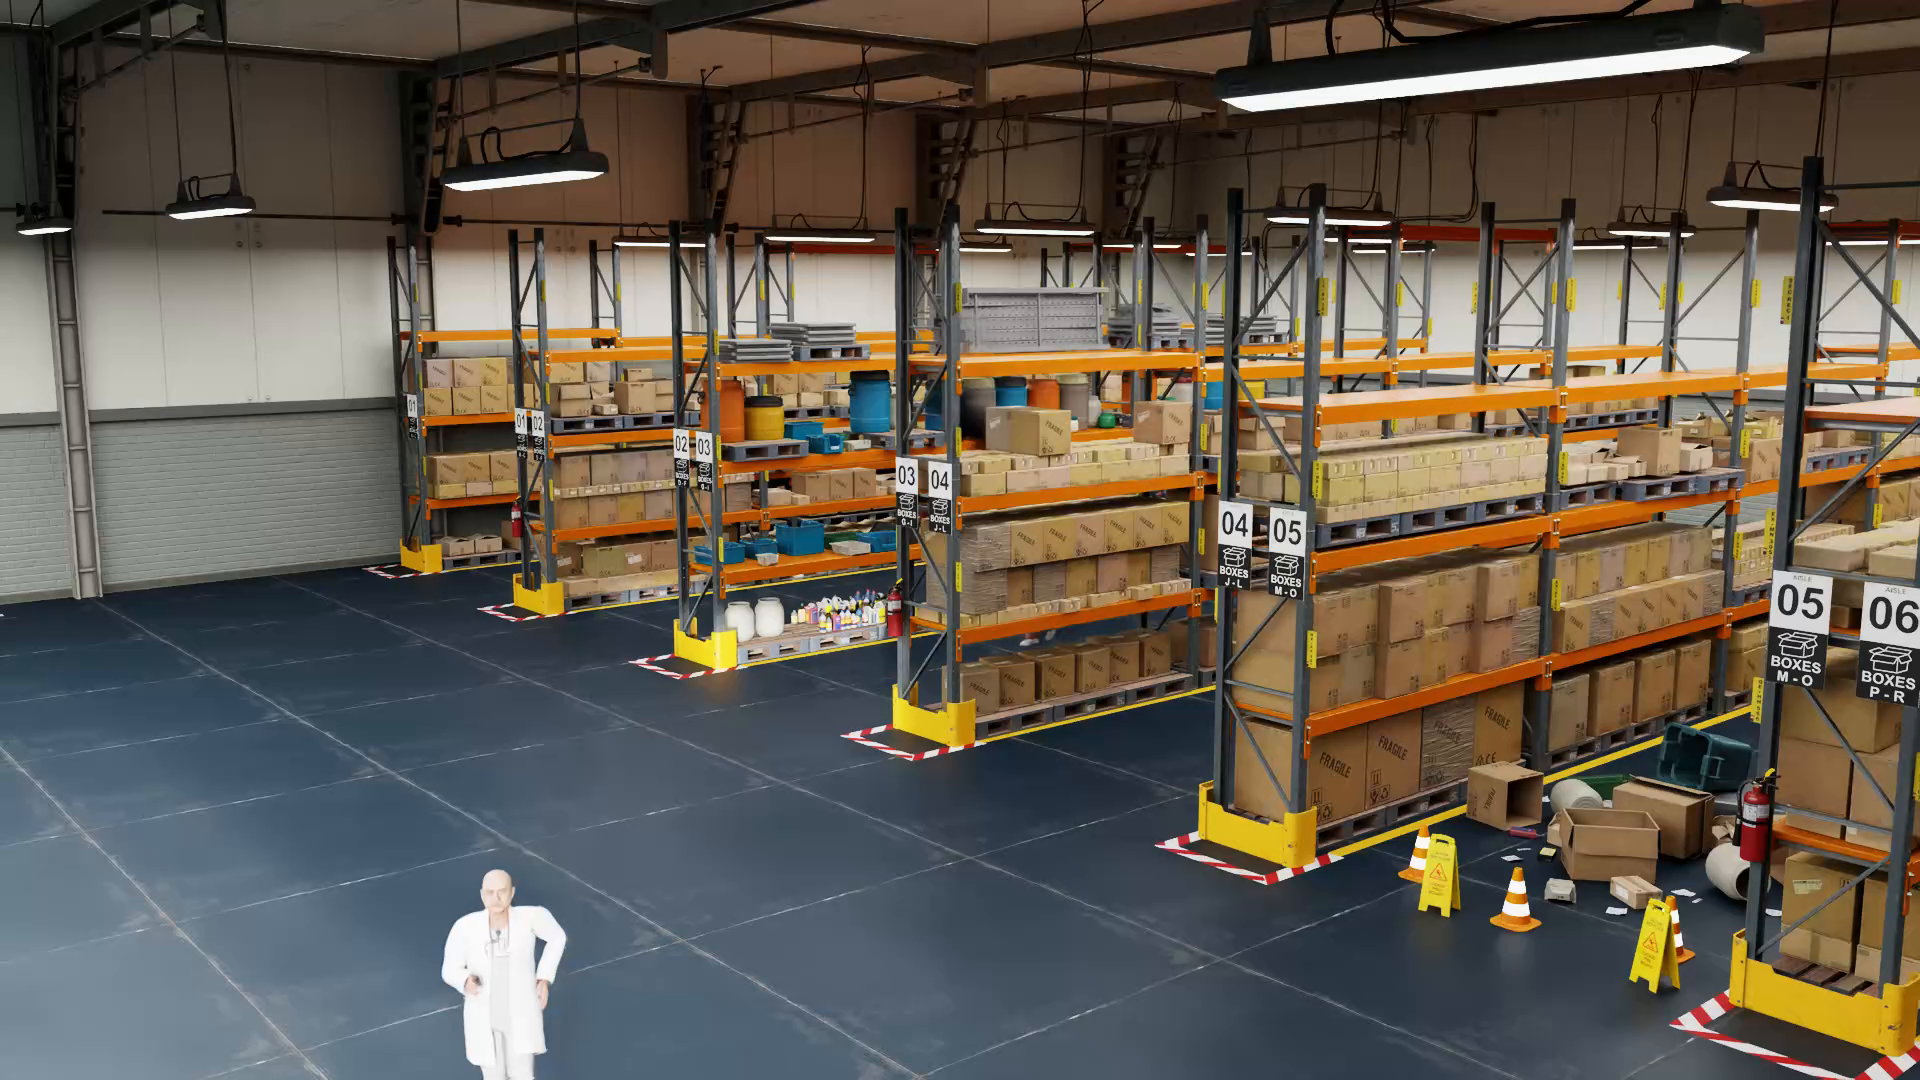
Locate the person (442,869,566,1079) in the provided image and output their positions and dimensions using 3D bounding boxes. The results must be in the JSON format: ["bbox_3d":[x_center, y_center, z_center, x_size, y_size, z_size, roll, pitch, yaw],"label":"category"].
[{"bbox_3d":[-2.664,2.825,9.729,0.688,1.814,0.755,-1,9,-8],"label":"person"}]

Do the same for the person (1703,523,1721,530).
[{"bbox_3d":[10.961,0.588,24.391,0.938,1.692,0.621,-6,11,-34],"label":"person"}]

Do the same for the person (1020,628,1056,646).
[{"bbox_3d":[1.068,0.608,22.626,0.634,1.639,0.598,-7,11,-39],"label":"person"}]
